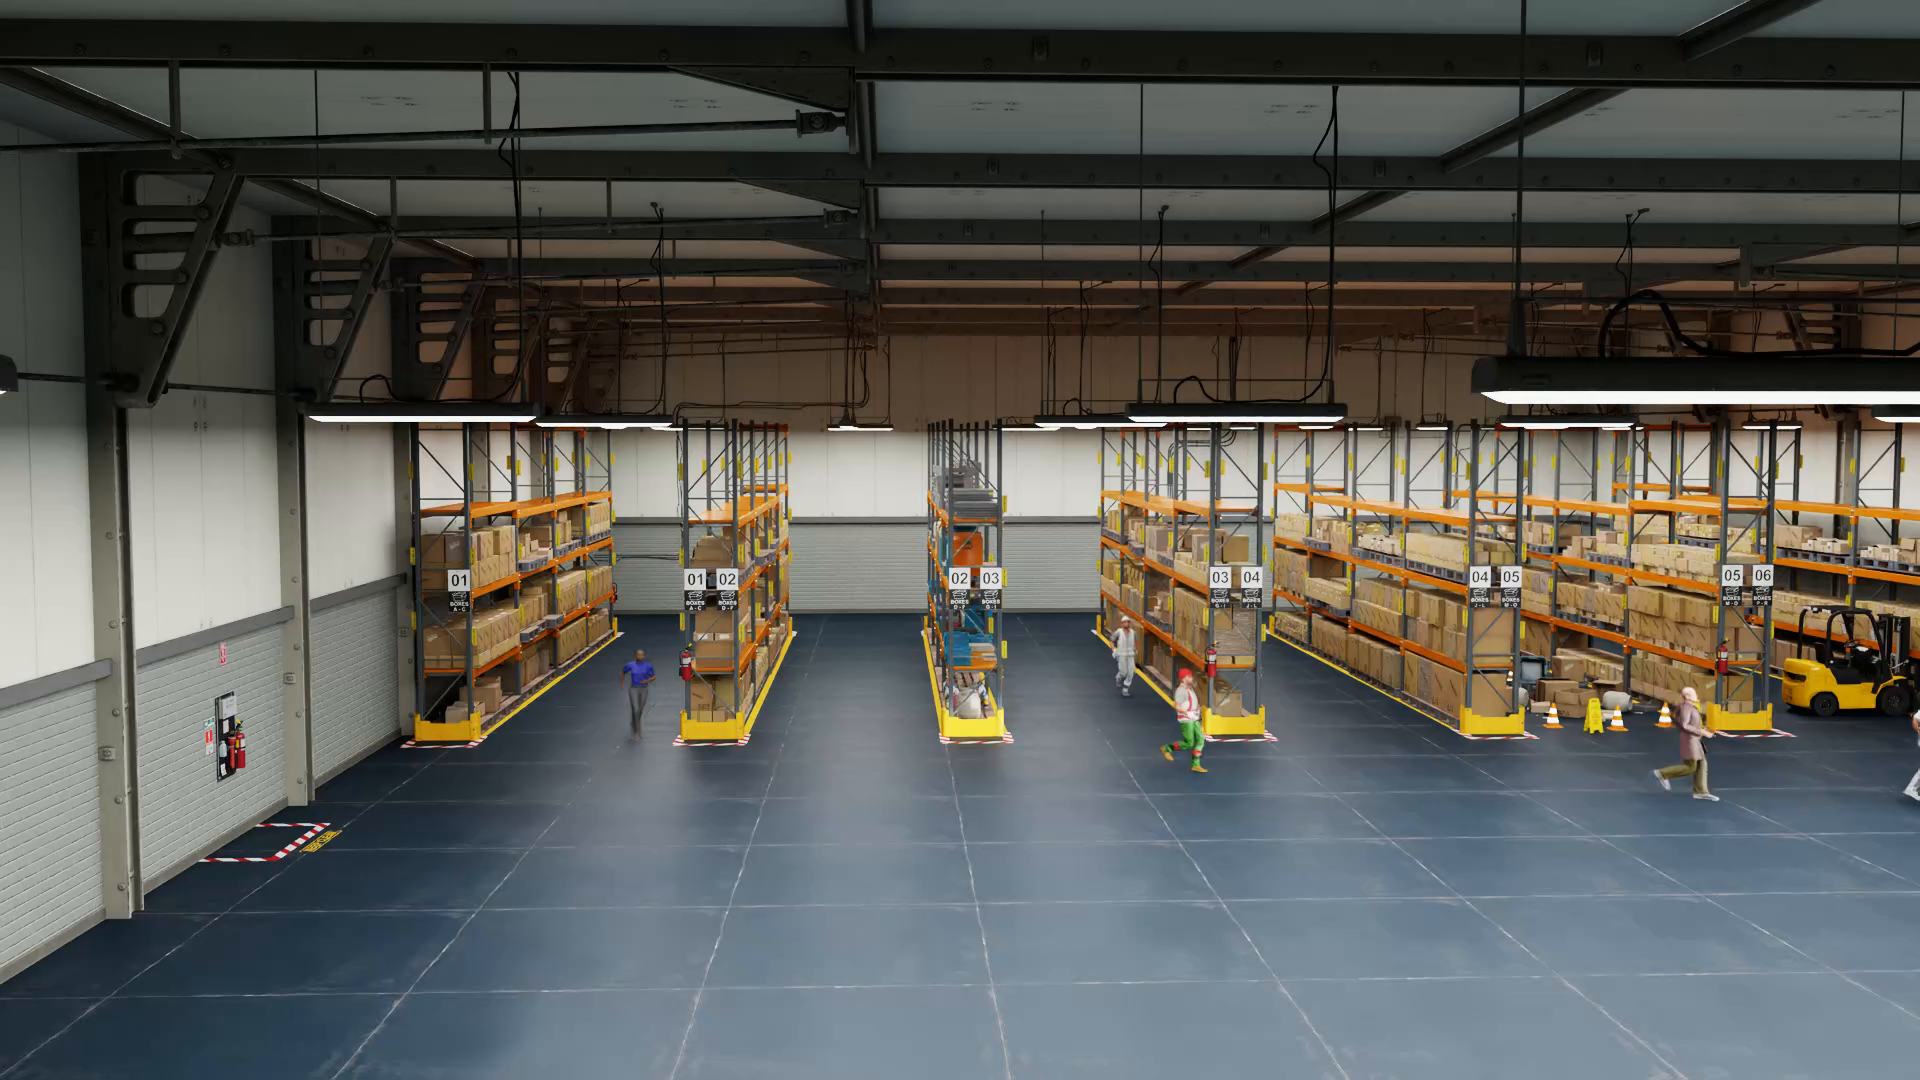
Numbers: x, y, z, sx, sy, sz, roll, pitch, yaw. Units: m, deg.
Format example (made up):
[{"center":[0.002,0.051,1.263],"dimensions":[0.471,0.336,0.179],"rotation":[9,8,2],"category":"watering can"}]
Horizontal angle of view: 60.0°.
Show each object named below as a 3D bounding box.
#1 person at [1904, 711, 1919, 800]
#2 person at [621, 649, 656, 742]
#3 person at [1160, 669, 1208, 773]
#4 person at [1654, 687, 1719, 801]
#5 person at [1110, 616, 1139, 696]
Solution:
[{"center":[14.958,3.201,25.516],"dimensions":[0.803,1.847,0.659],"rotation":[3,5,42],"category":"person"},{"center":[-6.044,2.906,31.297],"dimensions":[0.631,1.694,0.822],"rotation":[-2,4,-28],"category":"person"},{"center":[3.826,3.052,28.216],"dimensions":[0.825,1.754,0.669],"rotation":[2,4,27],"category":"person"},{"center":[11.384,3.274,26.016],"dimensions":[0.945,1.568,0.709],"rotation":[2,4,28],"category":"person"},{"center":[3.618,2.532,36.305],"dimensions":[0.658,1.738,0.601],"rotation":[-1,4,-11],"category":"person"}]
